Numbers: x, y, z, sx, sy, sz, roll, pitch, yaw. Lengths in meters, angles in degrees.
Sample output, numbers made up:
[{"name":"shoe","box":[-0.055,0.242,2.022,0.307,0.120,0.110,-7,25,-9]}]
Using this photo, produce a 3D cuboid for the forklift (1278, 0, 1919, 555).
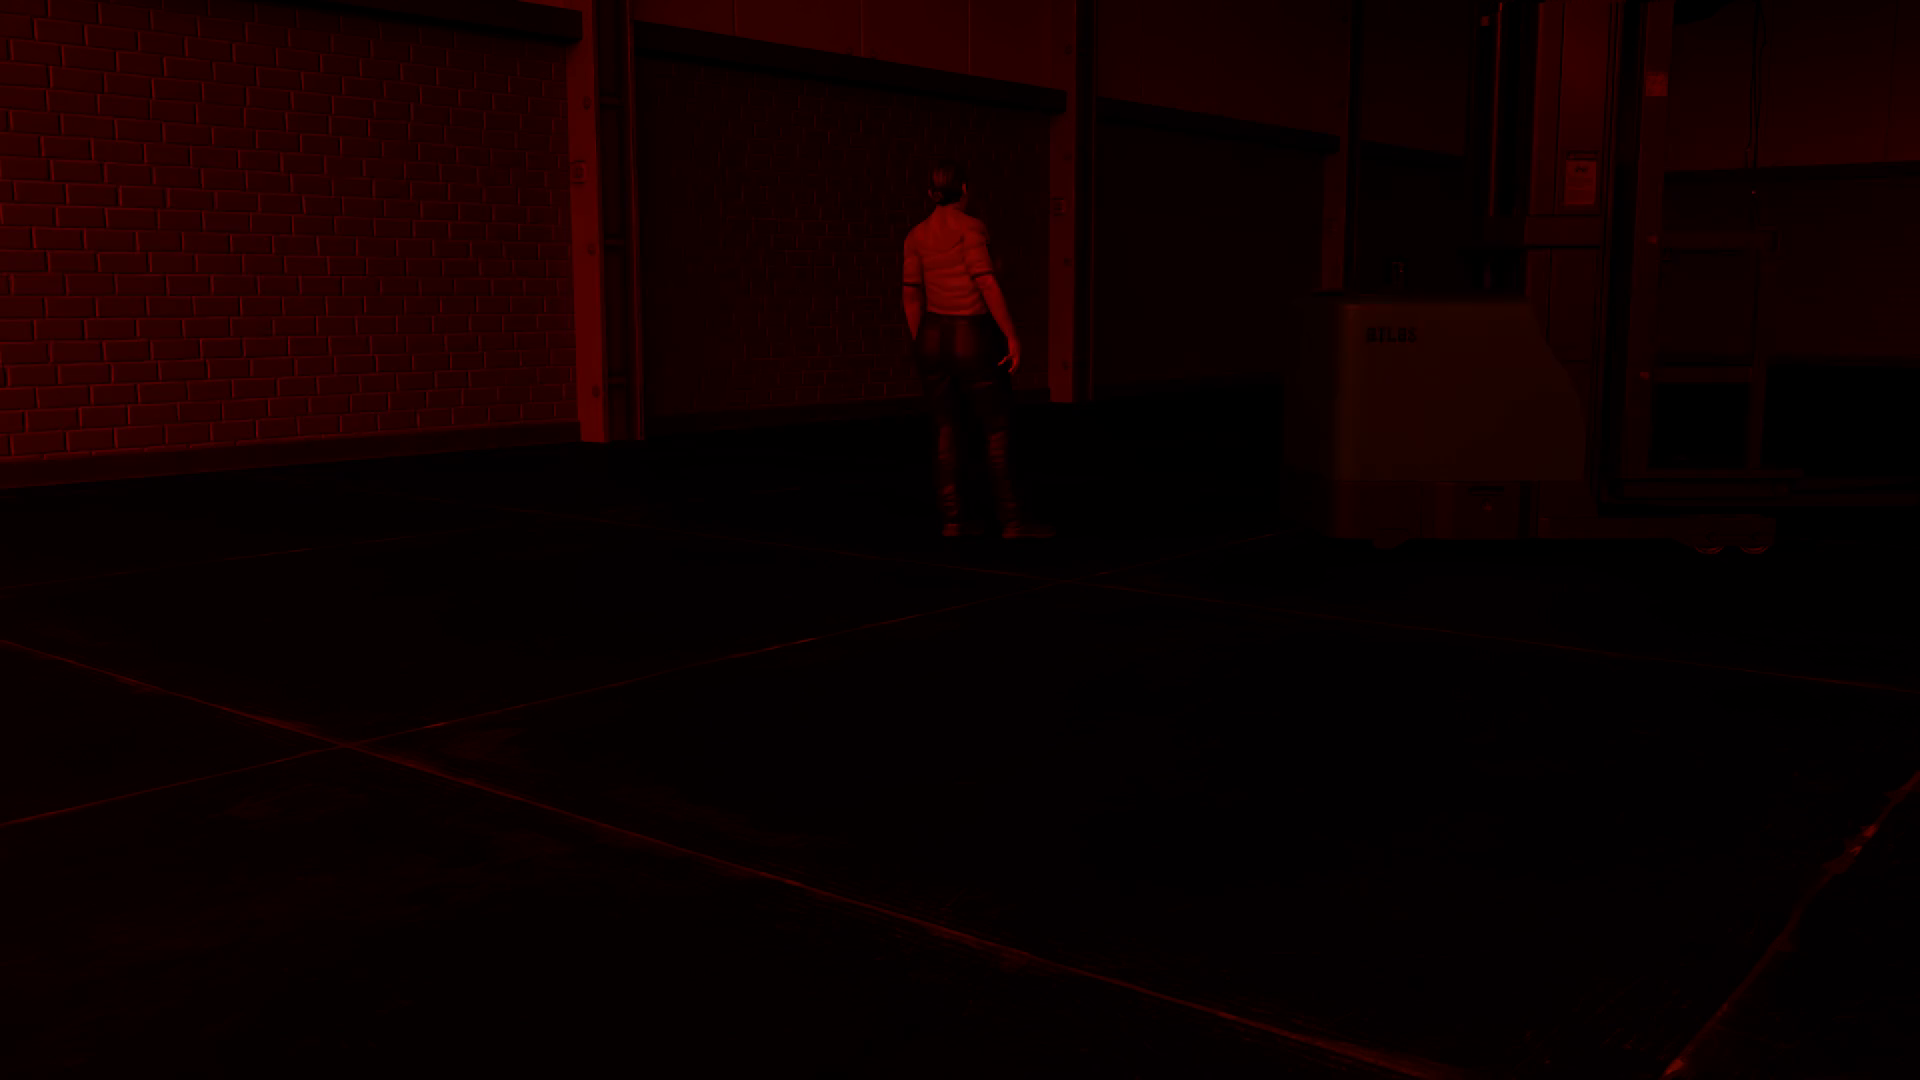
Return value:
[{"name":"forklift","box":[3.035,-1.465,7.293,3.031,2.935,1.130,0,8,-2]}]

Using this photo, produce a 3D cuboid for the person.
[{"name":"person","box":[0.075,-0.830,7.340,0.598,1.651,0.502,7,11,38]}]
